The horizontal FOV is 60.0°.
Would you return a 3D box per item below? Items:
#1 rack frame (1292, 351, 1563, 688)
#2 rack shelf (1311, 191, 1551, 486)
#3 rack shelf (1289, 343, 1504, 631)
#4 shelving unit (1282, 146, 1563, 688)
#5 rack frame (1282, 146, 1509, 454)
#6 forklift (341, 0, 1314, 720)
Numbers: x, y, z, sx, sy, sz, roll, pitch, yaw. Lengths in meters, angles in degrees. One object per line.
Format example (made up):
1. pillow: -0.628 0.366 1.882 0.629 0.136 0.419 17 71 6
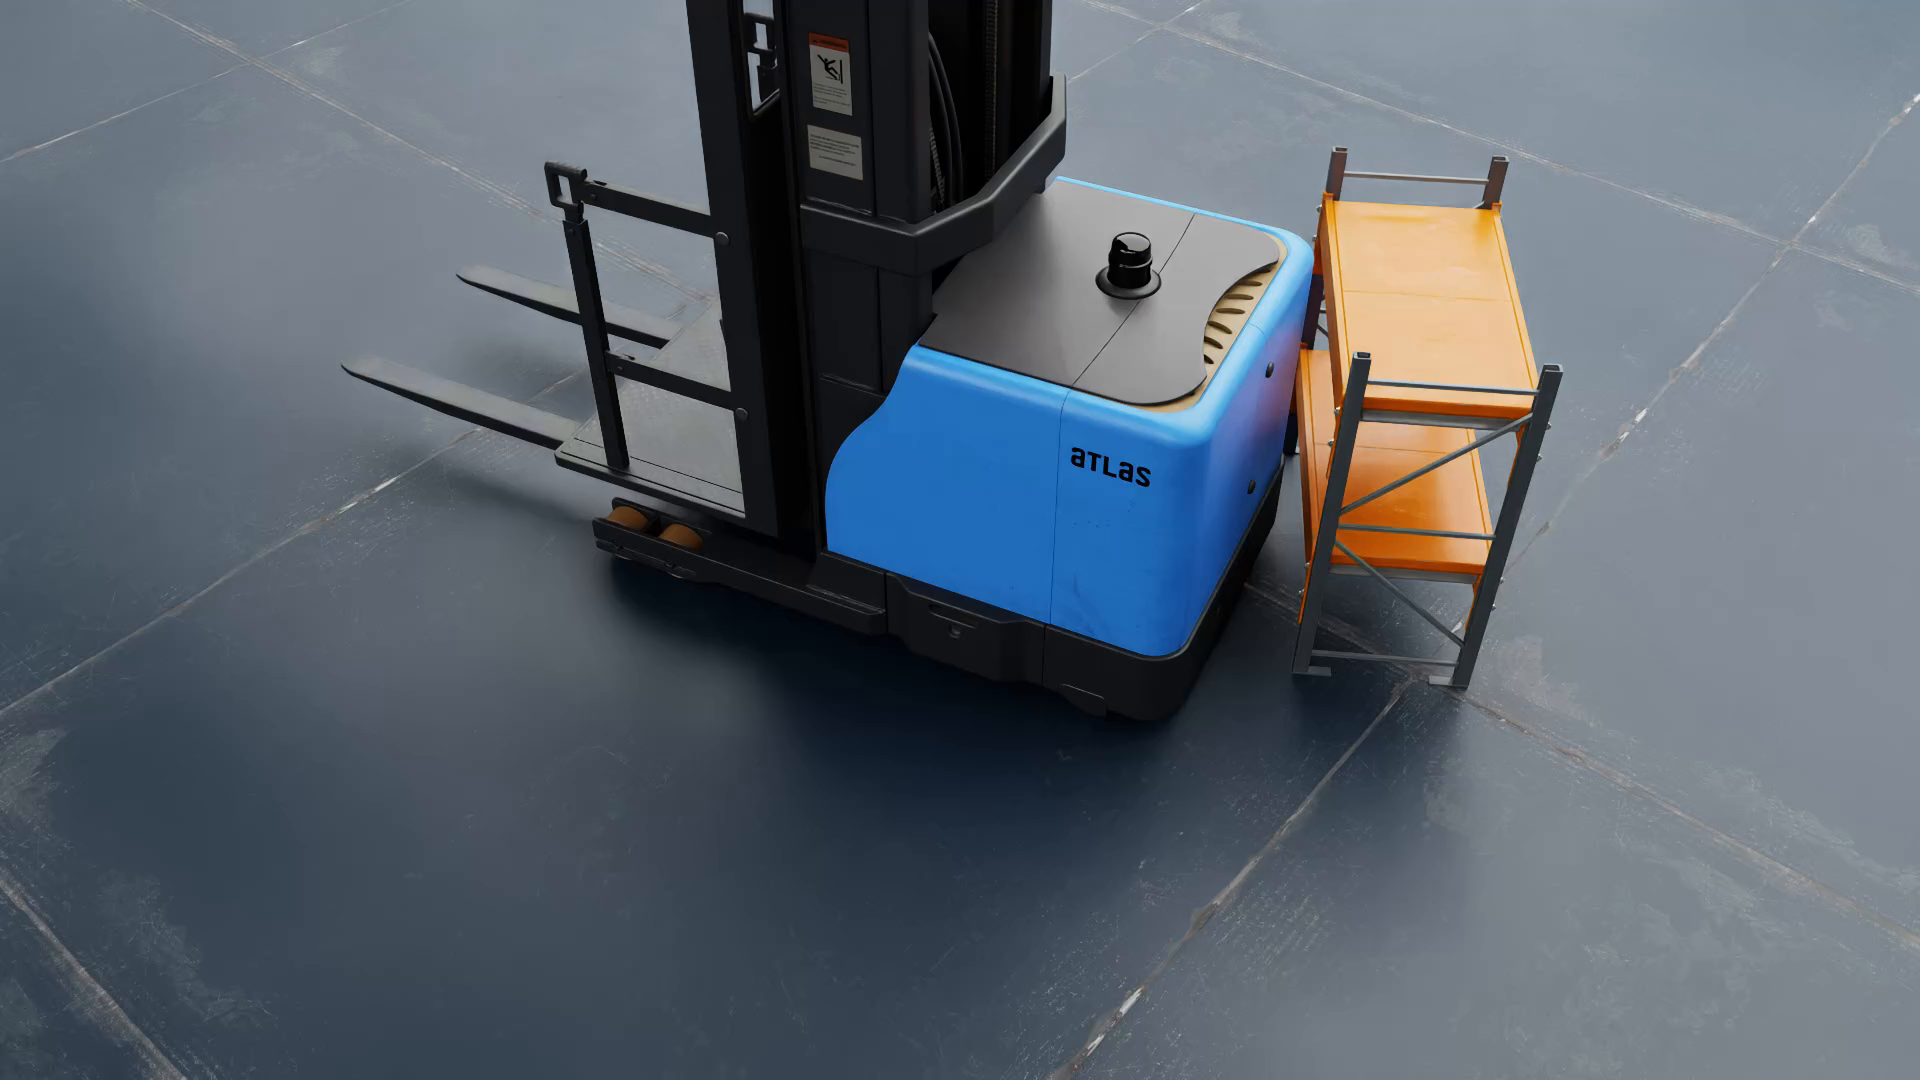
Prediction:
1. rack frame: 1.214 -0.020 4.435 0.500 1.125 0.032 4 42 5
2. rack shelf: 1.272 -0.576 4.612 0.538 0.278 1.000 4 42 5
3. rack shelf: 1.272 -0.179 4.973 0.538 0.278 1.000 4 42 5
4. shelving unit: 1.272 -0.359 4.809 0.538 1.125 1.048 4 42 5
5. rack frame: 1.329 -0.699 5.183 0.500 1.125 0.032 4 42 5
6. forklift: -0.566 -1.267 4.465 3.031 2.935 1.130 18 45 19
